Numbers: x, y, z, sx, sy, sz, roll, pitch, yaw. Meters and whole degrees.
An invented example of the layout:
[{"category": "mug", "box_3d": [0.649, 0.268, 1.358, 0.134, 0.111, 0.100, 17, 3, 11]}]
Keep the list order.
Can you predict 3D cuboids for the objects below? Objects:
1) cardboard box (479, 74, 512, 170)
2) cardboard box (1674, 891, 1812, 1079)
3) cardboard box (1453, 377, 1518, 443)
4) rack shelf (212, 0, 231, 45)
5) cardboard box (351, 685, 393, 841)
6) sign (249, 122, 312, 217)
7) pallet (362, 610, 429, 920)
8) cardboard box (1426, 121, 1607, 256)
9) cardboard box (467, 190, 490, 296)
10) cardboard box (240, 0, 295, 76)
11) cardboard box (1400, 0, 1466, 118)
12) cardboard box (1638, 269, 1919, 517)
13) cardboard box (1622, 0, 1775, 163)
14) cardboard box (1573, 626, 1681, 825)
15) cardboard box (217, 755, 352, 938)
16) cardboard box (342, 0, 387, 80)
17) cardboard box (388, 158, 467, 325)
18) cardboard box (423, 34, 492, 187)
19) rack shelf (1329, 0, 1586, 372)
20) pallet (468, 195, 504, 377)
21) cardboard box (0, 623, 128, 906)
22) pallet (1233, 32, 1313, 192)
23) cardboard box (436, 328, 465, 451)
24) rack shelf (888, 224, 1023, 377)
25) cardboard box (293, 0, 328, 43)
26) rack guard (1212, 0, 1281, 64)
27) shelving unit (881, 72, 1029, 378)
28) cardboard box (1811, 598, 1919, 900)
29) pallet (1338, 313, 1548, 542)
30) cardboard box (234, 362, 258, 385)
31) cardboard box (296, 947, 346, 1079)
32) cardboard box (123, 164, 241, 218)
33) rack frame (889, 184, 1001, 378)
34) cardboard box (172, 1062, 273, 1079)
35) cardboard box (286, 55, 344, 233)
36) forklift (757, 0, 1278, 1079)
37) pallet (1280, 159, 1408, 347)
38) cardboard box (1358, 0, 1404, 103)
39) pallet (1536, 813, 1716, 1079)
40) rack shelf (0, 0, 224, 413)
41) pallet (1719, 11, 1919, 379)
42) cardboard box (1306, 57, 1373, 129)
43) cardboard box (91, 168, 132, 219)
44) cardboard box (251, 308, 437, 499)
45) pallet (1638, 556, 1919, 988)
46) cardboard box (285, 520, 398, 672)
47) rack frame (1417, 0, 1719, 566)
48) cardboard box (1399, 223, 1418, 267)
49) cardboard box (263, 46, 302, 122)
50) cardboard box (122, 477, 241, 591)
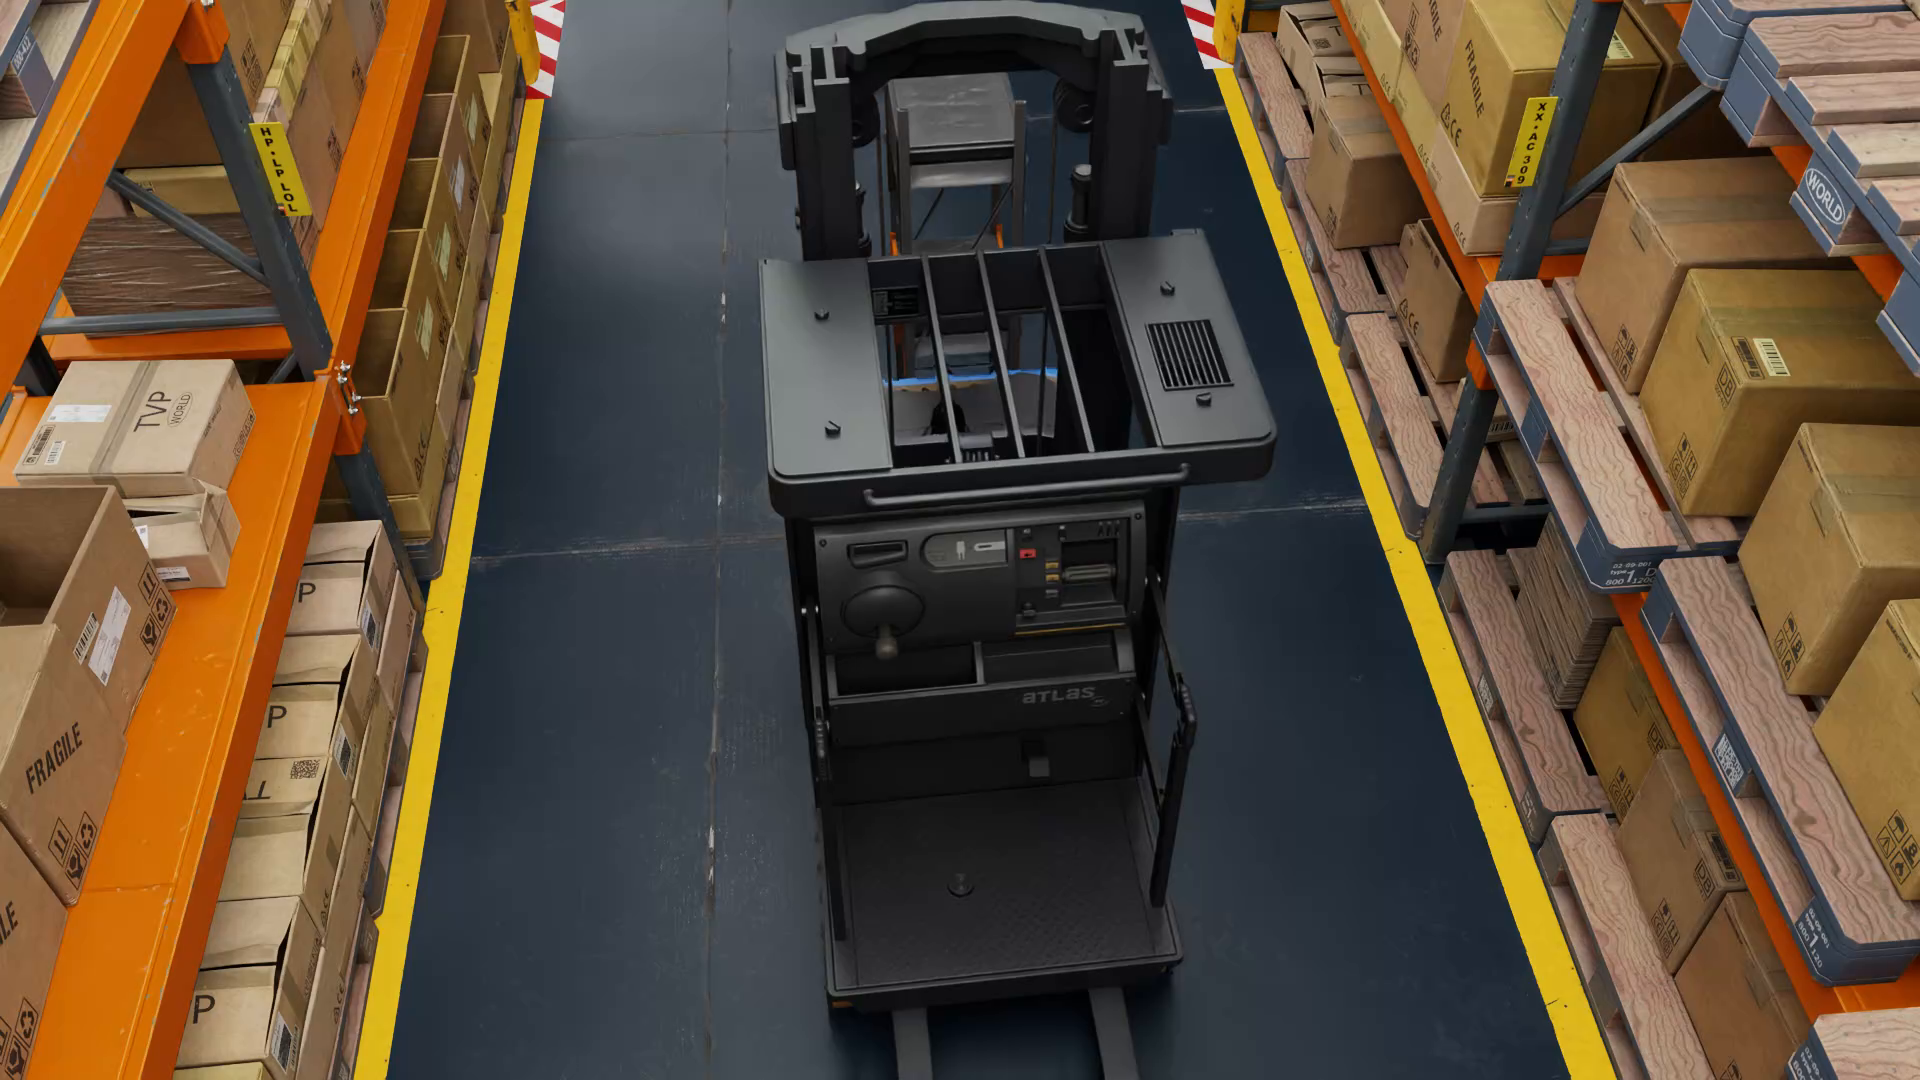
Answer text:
[{"category": "cardboard box", "box_3d": [-2.522, -2.060, 8.240, 0.500, 0.250, 0.500, -3, 47, -3]}, {"category": "cardboard box", "box_3d": [2.581, 1.345, 4.829, 0.700, 0.500, 0.500, -4, 47, -4]}, {"category": "cardboard box", "box_3d": [2.281, -0.564, 6.867, 0.380, 0.166, 0.250, -9, 47, -8]}, {"category": "rack shelf", "box_3d": [-2.748, -2.929, 5.888, 1.077, 0.370, 4.000, -3, 47, -3]}, {"category": "cardboard box", "box_3d": [-2.216, 0.751, 5.577, 0.500, 0.250, 0.500, -4, 47, -4]}, {"category": "sign", "box_3d": [-2.041, -1.109, 4.992, 0.100, 0.325, 0.005, -3, 47, -3]}, {"category": "pallet", "box_3d": [-2.480, 0.791, 5.855, 1.003, 0.211, 1.213, -3, 47, -3]}, {"category": "cardboard box", "box_3d": [2.014, -1.282, 5.987, 0.500, 0.250, 0.500, -3, 47, -3]}, {"category": "cardboard box", "box_3d": [-2.439, -1.337, 7.555, 0.500, 0.250, 0.500, -3, 47, -3]}, {"category": "cardboard box", "box_3d": [-2.668, -1.865, 5.488, 0.700, 0.500, 0.500, -4, 47, -3]}, {"category": "cardboard box", "box_3d": [1.960, -1.899, 6.056, 0.500, 0.500, 0.500, -4, 47, -4]}, {"category": "cardboard box", "box_3d": [2.404, -0.413, 4.703, 0.700, 0.500, 0.500, 1, 47, 1]}, {"category": "cardboard box", "box_3d": [2.524, -1.568, 5.742, 0.500, 0.500, 0.500, -4, 47, -4]}, {"category": "cardboard box", "box_3d": [2.527, 0.608, 5.526, 0.700, 0.500, 0.500, -4, 47, -4]}, {"category": "cardboard box", "box_3d": [-2.172, 0.923, 5.028, 0.500, 0.311, 0.500, -4, 47, -3]}, {"category": "cardboard box", "box_3d": [-2.757, -2.168, 6.669, 0.700, 0.500, 0.500, -2, 47, -2]}, {"category": "cardboard box", "box_3d": [-2.391, -1.233, 6.940, 0.500, 0.500, 0.500, -3, 47, -3]}, {"category": "cardboard box", "box_3d": [-2.476, -1.957, 7.625, 0.500, 0.500, 0.500, -3, 47, -3]}, {"category": "rack shelf", "box_3d": [2.188, -2.202, 7.265, 1.077, 0.370, 4.000, -3, 47, -3]}, {"category": "pallet", "box_3d": [-2.711, -1.202, 7.743, 1.003, 0.211, 1.213, -3, 47, -3]}, {"category": "cardboard box", "box_3d": [-2.447, 0.567, 4.078, 0.500, 0.500, 0.500, -3, 47, -3]}, {"category": "pallet", "box_3d": [2.060, -2.292, 8.776, 1.003, 0.211, 1.213, -3, 47, -3]}, {"category": "cardboard box", "box_3d": [-2.354, -0.613, 6.869, 0.500, 0.250, 0.500, -3, 47, -3]}, {"category": "rack shelf", "box_3d": [-0.023, -0.783, 6.064, 0.431, 0.518, 0.480, -5, 47, -5]}, {"category": "cardboard box", "box_3d": [-2.497, -1.901, 5.969, 0.380, 0.149, 0.250, -5, 47, -5]}, {"category": "rack guard", "box_3d": [2.027, -2.982, 9.230, 1.175, 0.500, 0.348, -3, 47, -3]}, {"category": "shelving unit", "box_3d": [-0.023, -0.792, 6.054, 0.431, 2.100, 0.503, -5, 47, -5]}, {"category": "cardboard box", "box_3d": [2.514, 0.467, 3.870, 0.700, 0.500, 0.500, -3, 47, -3]}, {"category": "pallet", "box_3d": [2.264, -0.527, 7.104, 1.003, 0.211, 1.213, -3, 47, -3]}, {"category": "cardboard box", "box_3d": [-2.867, -0.840, 6.567, 0.500, 0.500, 0.500, -3, 47, -3]}, {"category": "cardboard box", "box_3d": [-2.132, 1.490, 4.878, 0.500, 0.250, 0.500, -3, 47, -2]}, {"category": "cardboard box", "box_3d": [-2.410, -1.162, 5.269, 0.380, 0.149, 0.250, -4, 47, -3]}, {"category": "rack frame", "box_3d": [-0.052, -0.968, 6.221, 0.400, 2.100, 0.015, -5, 47, -5]}, {"category": "cardboard box", "box_3d": [-2.090, 1.658, 4.332, 0.500, 0.311, 0.500, -5, 47, -4]}, {"category": "cardboard box", "box_3d": [-2.675, -1.435, 5.974, 0.700, 0.500, 0.500, -4, 47, -4]}, {"category": "forklift", "box_3d": [0.090, 0.213, 4.529, 1.130, 2.935, 3.031, -5, 47, -5]}, {"category": "pallet", "box_3d": [2.159, -1.412, 7.942, 1.003, 0.211, 1.213, -3, 47, -3]}, {"category": "cardboard box", "box_3d": [1.923, -2.006, 6.673, 0.500, 0.250, 0.500, -4, 47, -4]}, {"category": "pallet", "box_3d": [2.527, 1.405, 5.274, 1.003, 0.211, 1.213, -3, 47, -3]}, {"category": "rack shelf", "box_3d": [-2.413, -0.035, 3.147, 1.077, 0.370, 4.000, -3, 47, -3]}, {"category": "pallet", "box_3d": [2.391, -0.766, 3.473, 1.213, 0.211, 1.003, -3, 47, -3]}, {"category": "cardboard box", "box_3d": [2.036, -2.204, 8.321, 0.500, 0.311, 0.500, 0, 47, 0]}, {"category": "cardboard box", "box_3d": [-2.817, -1.140, 5.248, 0.380, 0.149, 0.250, -4, 47, -3]}, {"category": "cardboard box", "box_3d": [-2.307, -0.510, 6.255, 0.500, 0.500, 0.500, -3, 47, -3]}, {"category": "pallet", "box_3d": [2.484, 0.528, 4.316, 1.003, 0.211, 1.213, -3, 47, -3]}, {"category": "cardboard box", "box_3d": [-2.261, 0.185, 5.727, 0.500, 0.311, 0.500, -3, 47, -3]}, {"category": "rack frame", "box_3d": [2.355, -1.002, 5.633, 1.000, 3.000, 0.127, -3, 47, -3]}, {"category": "cardboard box", "box_3d": [2.241, -1.332, 7.606, 0.380, 0.149, 0.250, -7, 47, -6]}, {"category": "cardboard box", "box_3d": [-2.455, -1.530, 5.618, 0.380, 0.149, 0.250, -5, 47, -4]}, {"category": "cardboard box", "box_3d": [-2.324, -0.027, 4.802, 0.396, 0.266, 0.258, -5, 47, -4]}]
